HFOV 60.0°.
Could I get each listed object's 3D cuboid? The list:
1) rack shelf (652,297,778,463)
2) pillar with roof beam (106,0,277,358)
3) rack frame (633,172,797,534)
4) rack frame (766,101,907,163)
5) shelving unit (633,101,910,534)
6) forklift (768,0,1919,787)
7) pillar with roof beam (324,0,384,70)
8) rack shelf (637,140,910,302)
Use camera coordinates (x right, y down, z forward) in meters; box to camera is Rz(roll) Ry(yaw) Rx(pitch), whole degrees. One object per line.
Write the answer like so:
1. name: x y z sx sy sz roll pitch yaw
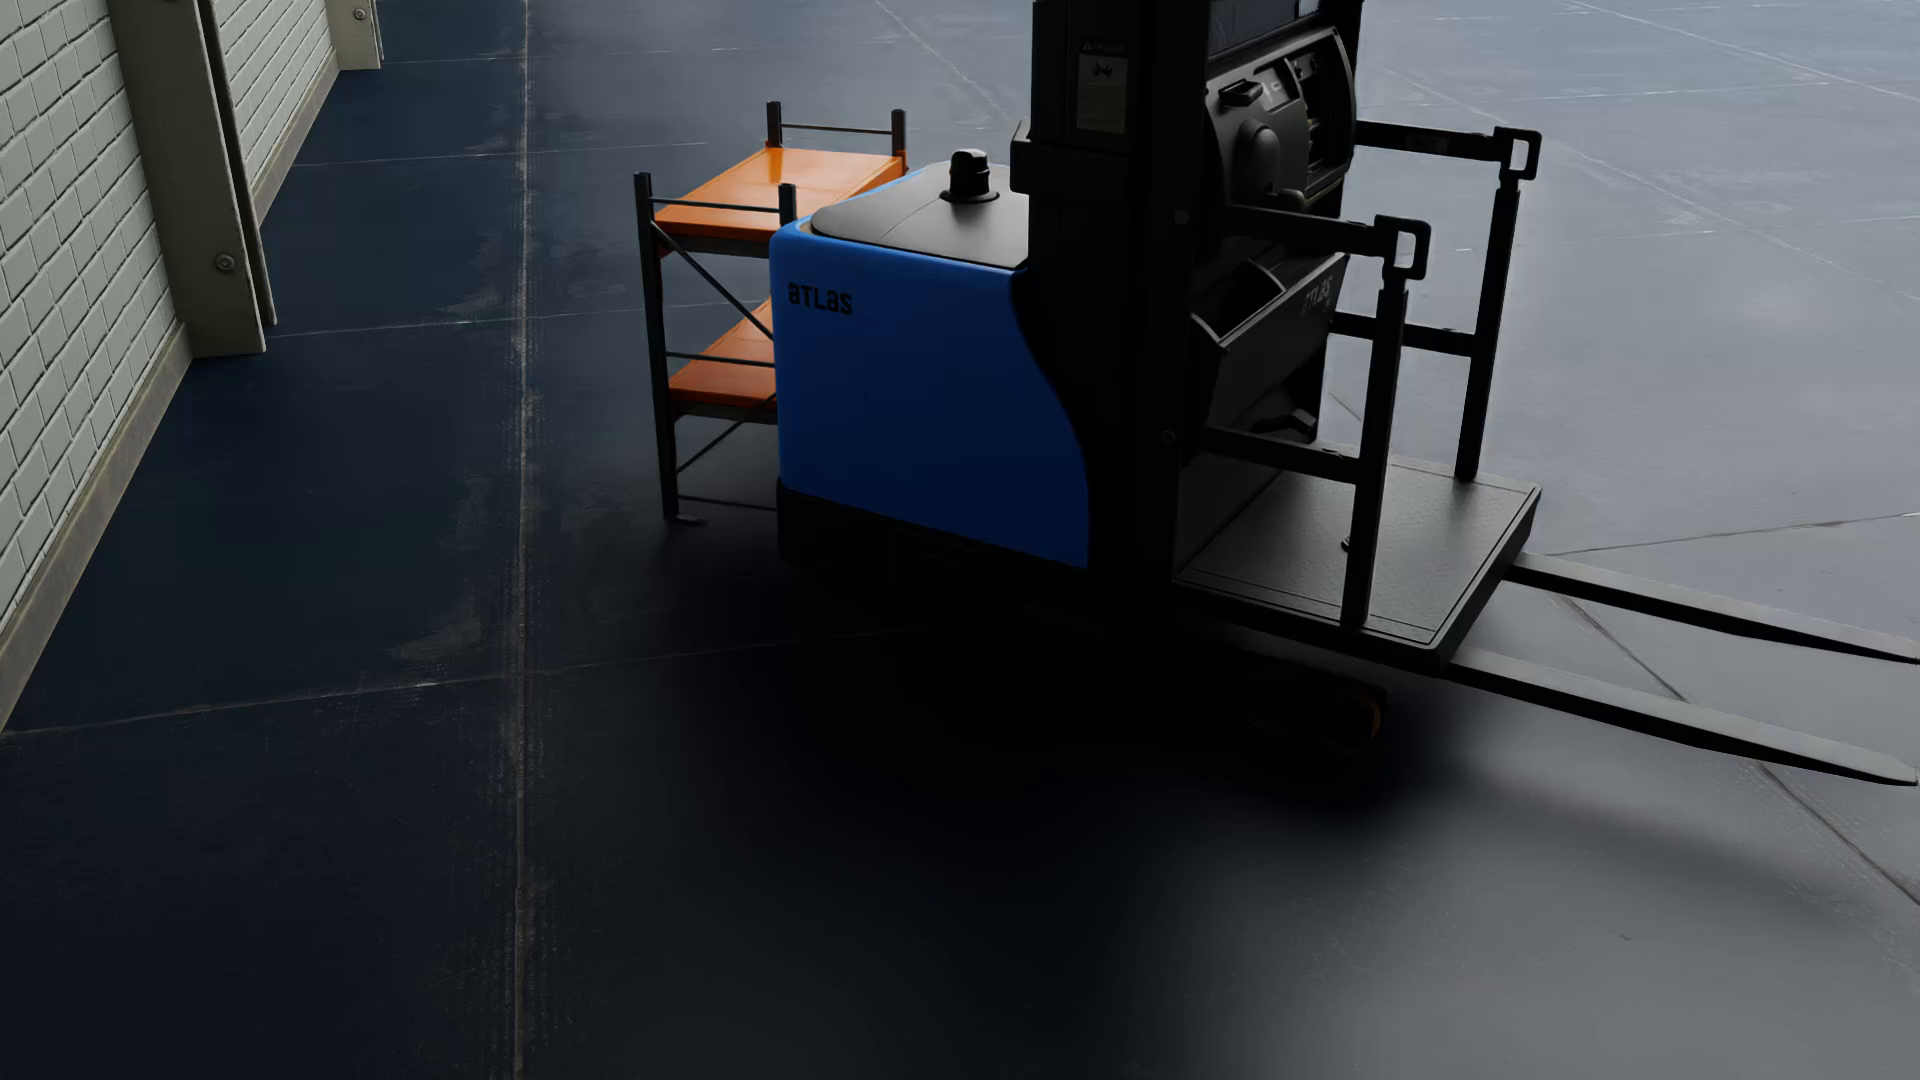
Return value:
1. rack shelf: -0.572 -0.549 5.632 0.538 0.278 1.000 8 28 15
2. pillar with roof beam: 1.170 -5.288 5.740 9.100 9.000 0.400 -6 27 -12
3. rack frame: -0.716 -0.547 5.086 0.500 1.125 0.032 8 28 15
4. rack frame: -0.427 -0.987 5.957 0.500 1.125 0.032 8 28 15
5. shelving unit: -0.572 -0.767 5.521 0.538 1.125 1.048 8 28 15
6. forklift: 0.986 -1.045 4.067 3.031 2.935 1.130 15 30 27
7. pillar with roof beam: -0.182 -7.922 10.958 9.100 9.000 0.400 -6 27 -12
8. rack shelf: -0.572 -1.028 5.390 0.538 0.278 1.000 8 28 15
